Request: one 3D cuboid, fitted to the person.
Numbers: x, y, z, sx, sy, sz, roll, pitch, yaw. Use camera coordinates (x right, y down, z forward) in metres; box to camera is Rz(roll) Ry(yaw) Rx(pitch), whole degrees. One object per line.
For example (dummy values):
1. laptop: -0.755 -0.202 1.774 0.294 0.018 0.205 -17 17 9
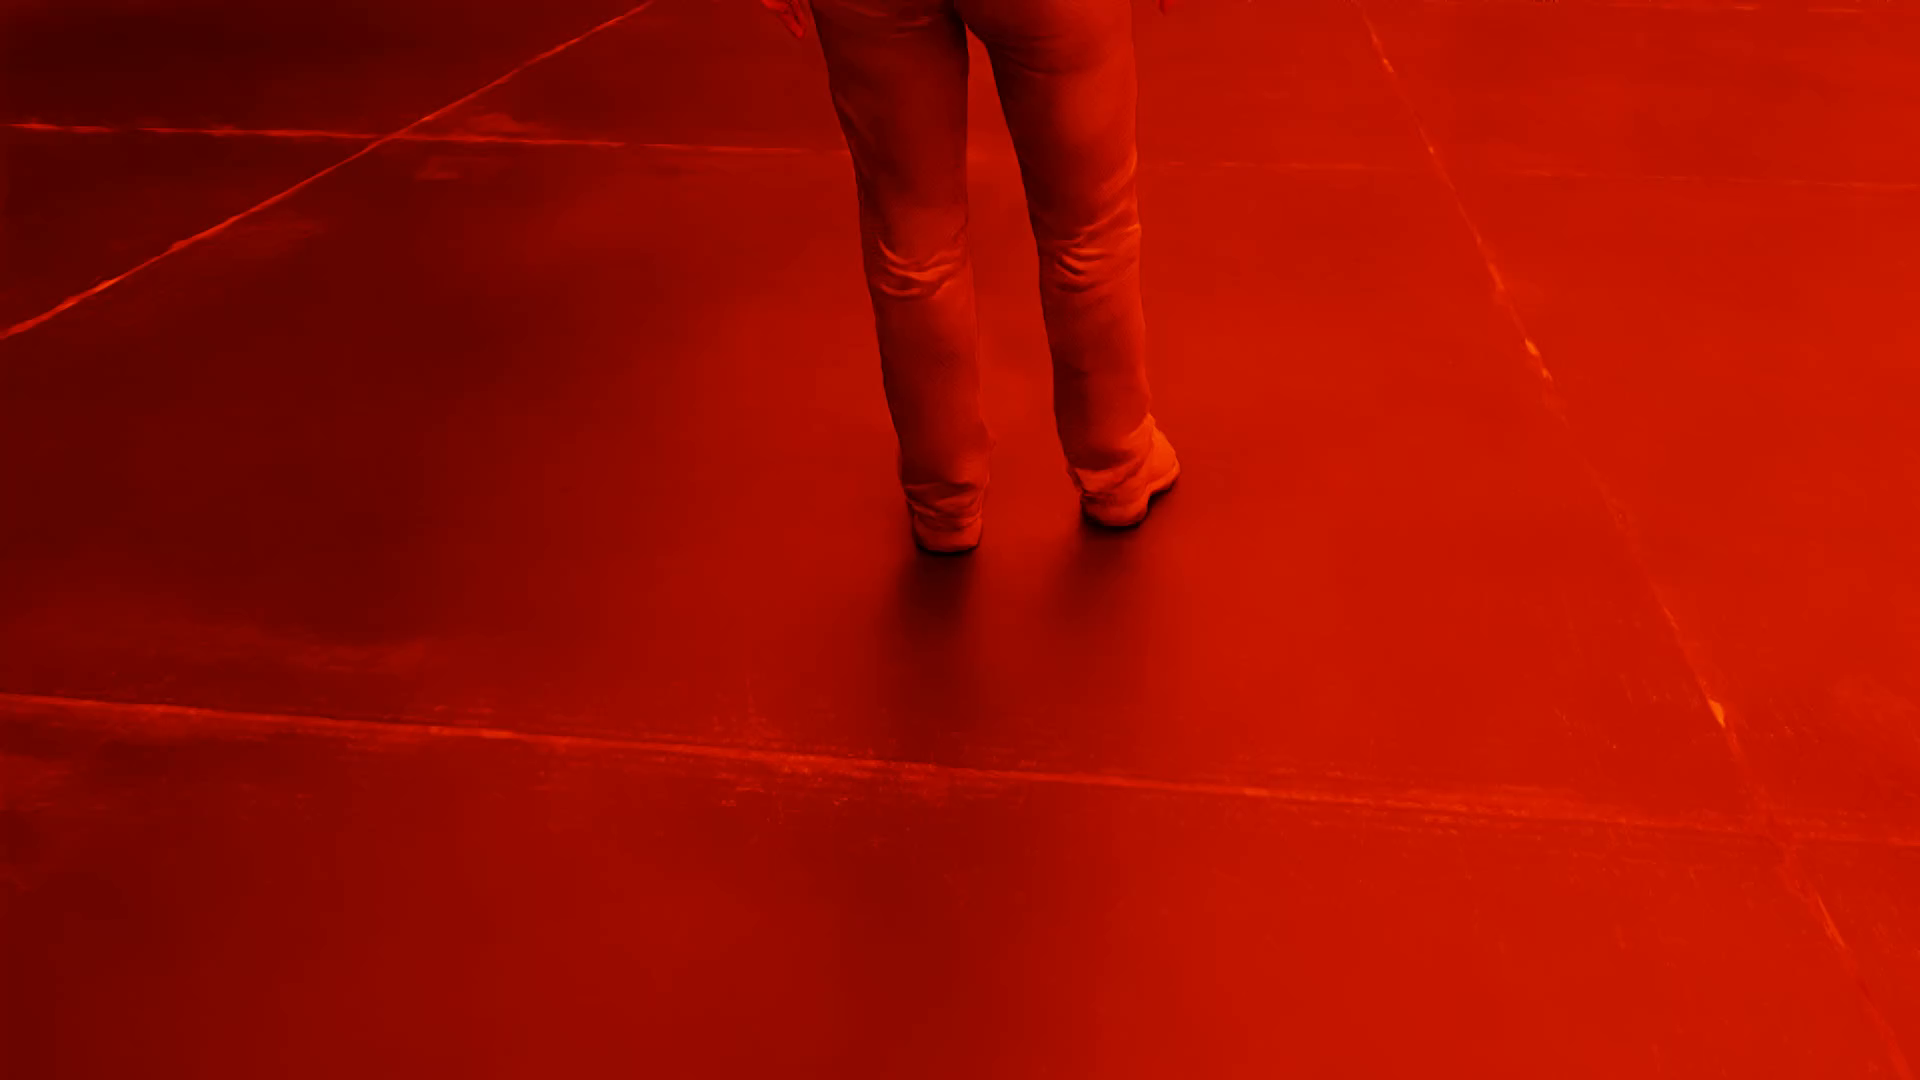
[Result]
1. person: 0.016 -0.828 2.155 0.632 1.773 0.567 3 27 7
